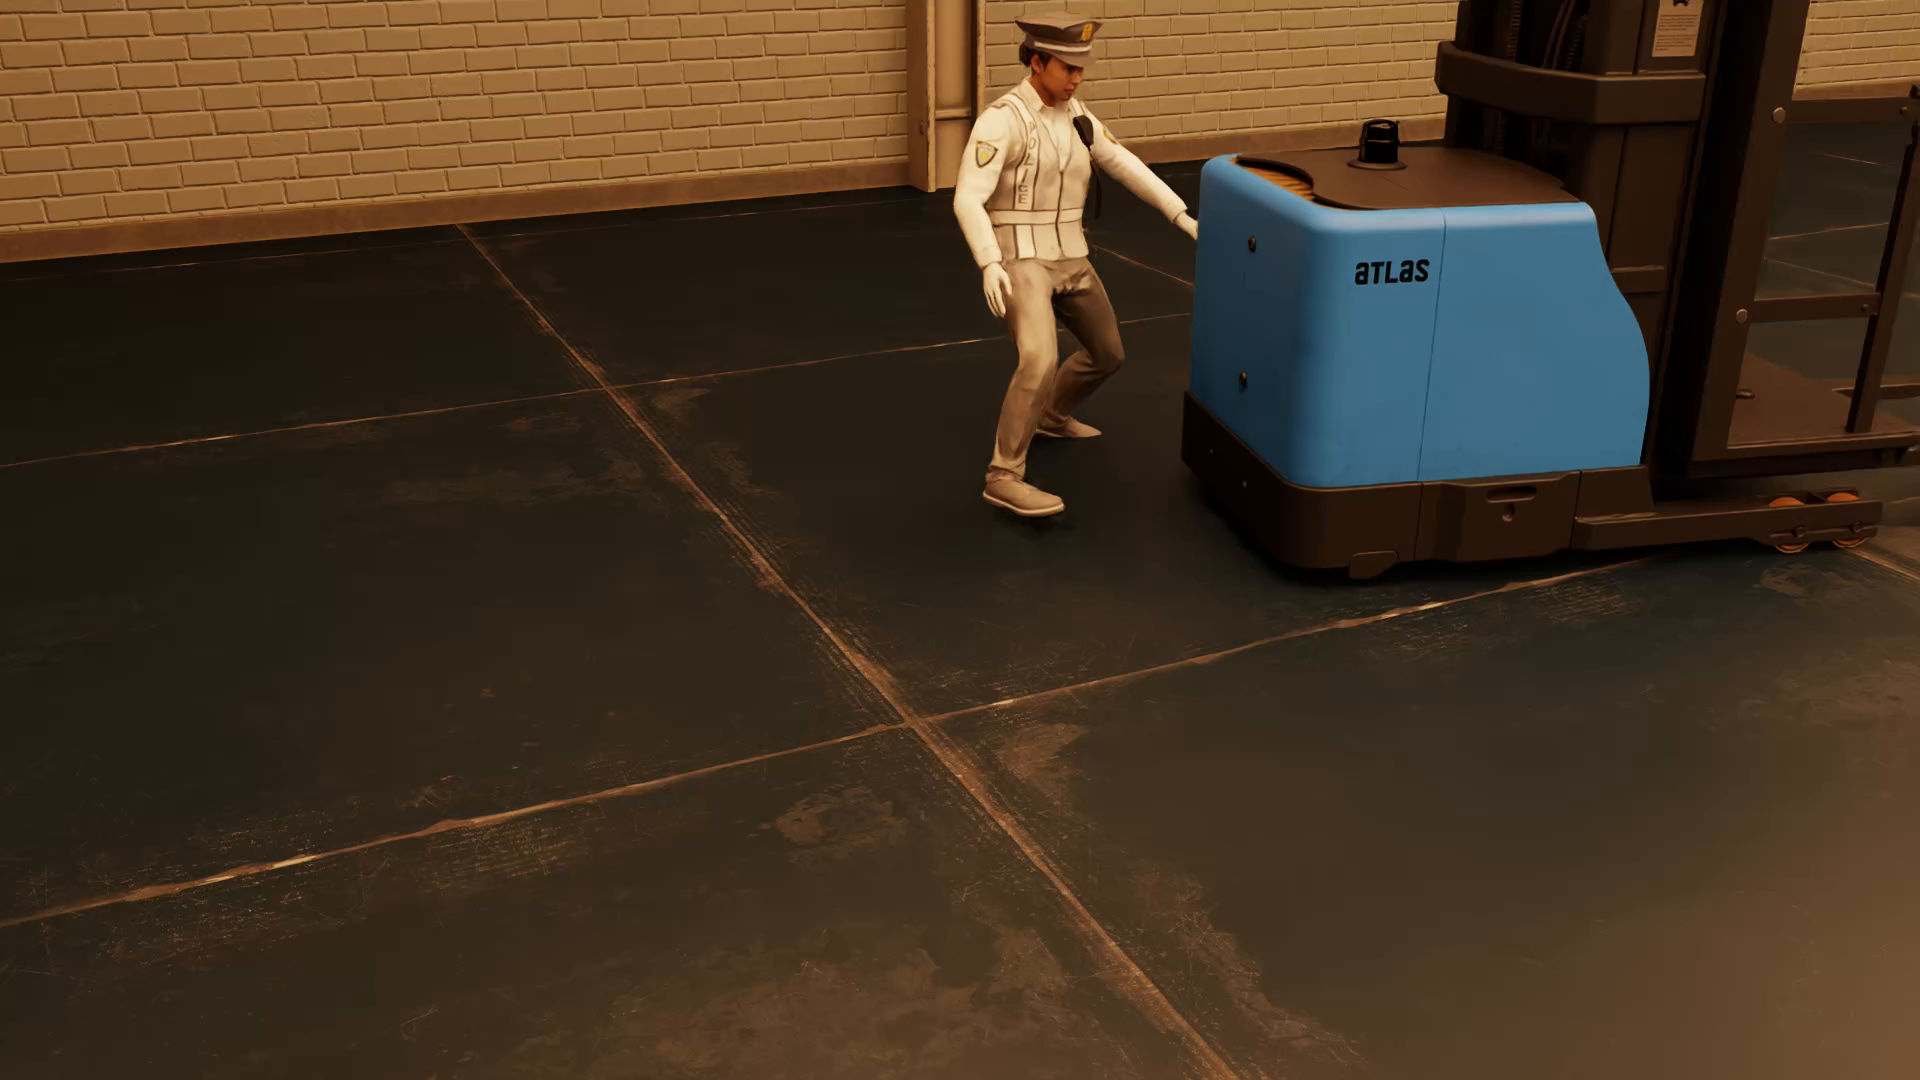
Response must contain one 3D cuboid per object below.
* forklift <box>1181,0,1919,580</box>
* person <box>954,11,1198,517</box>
[{"bbox_3d":[2.311,-1.508,4.916,3.031,2.935,1.130,-4,23,-10],"label":"forklift"},{"bbox_3d":[0.334,-0.903,5.370,0.899,1.537,0.774,-17,28,-36],"label":"person"}]
